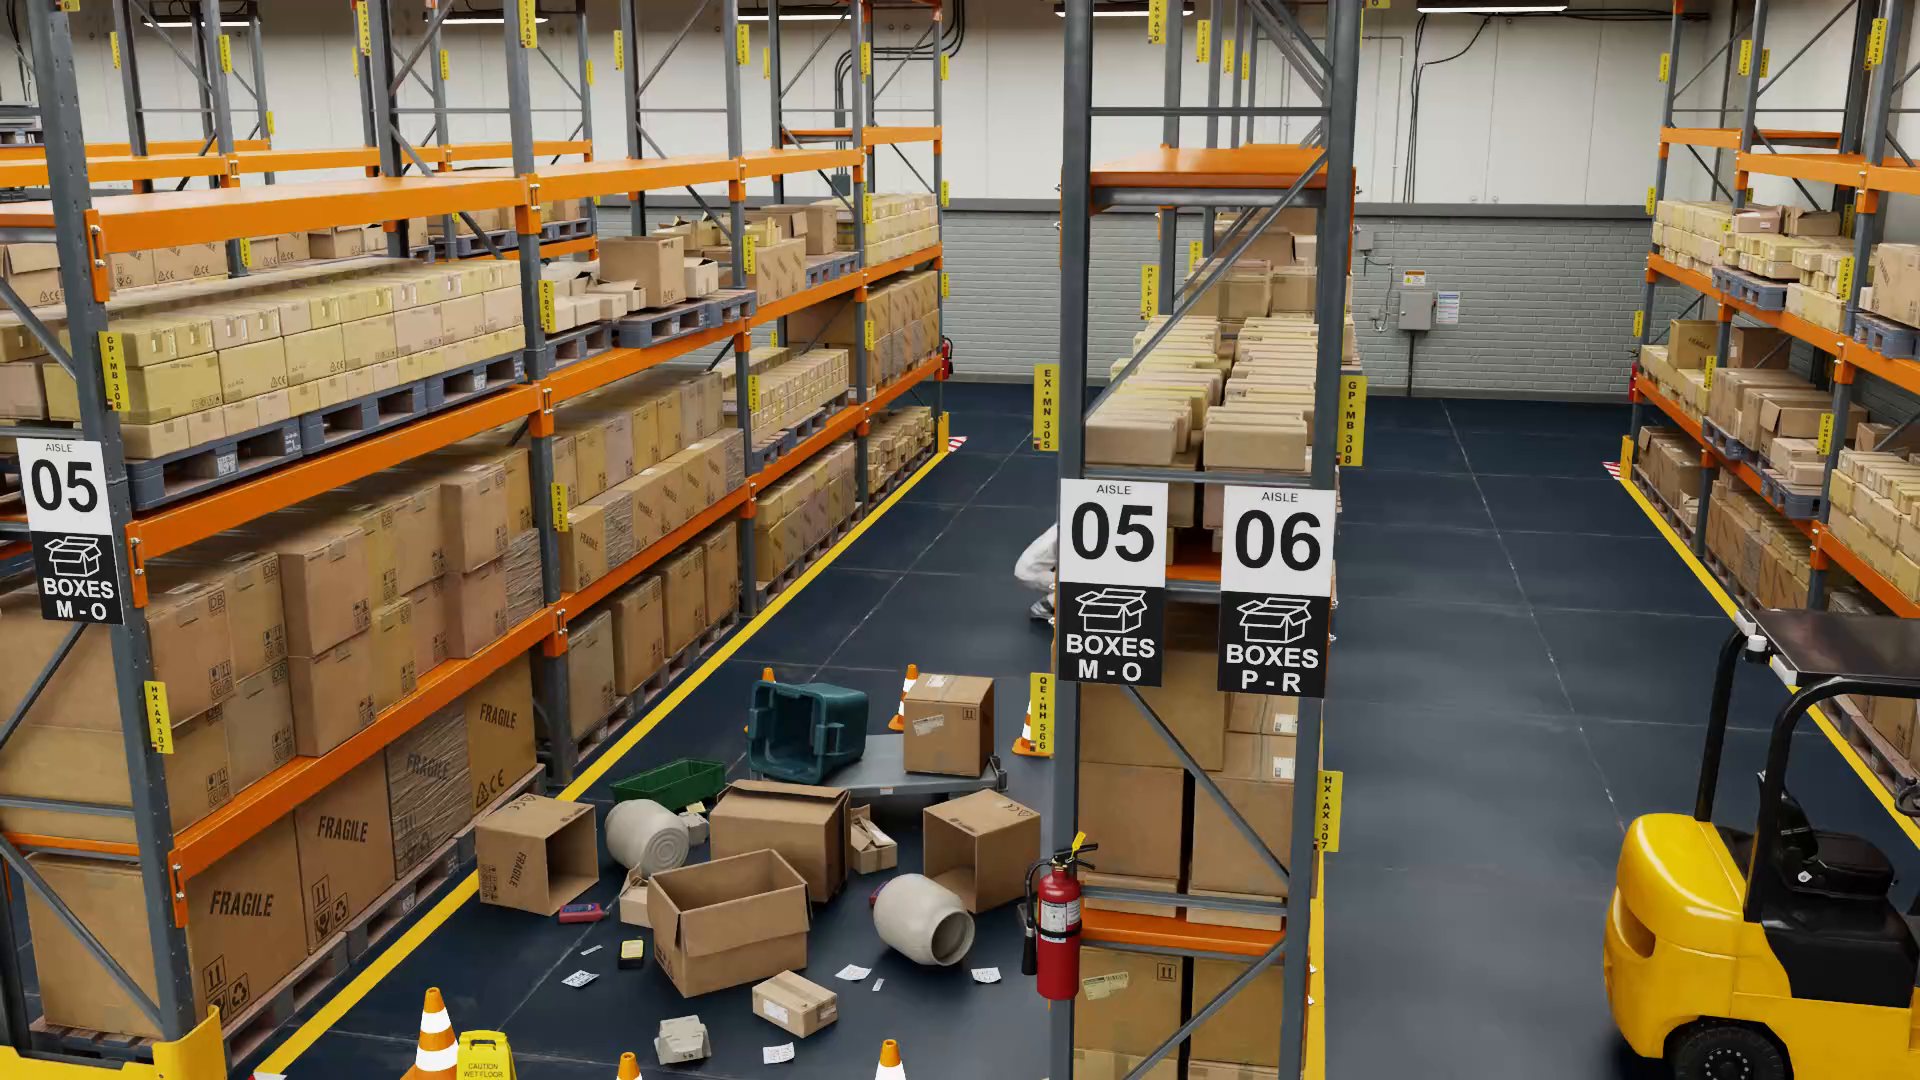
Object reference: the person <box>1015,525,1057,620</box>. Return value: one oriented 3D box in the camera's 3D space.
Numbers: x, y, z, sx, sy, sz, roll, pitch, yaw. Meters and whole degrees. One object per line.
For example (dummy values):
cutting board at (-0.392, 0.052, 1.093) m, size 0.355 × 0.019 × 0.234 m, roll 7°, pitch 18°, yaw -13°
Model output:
person at (0.936, 0.216, 15.227) m, size 0.856 × 0.996 × 0.564 m, roll 3°, pitch 15°, yaw 11°
